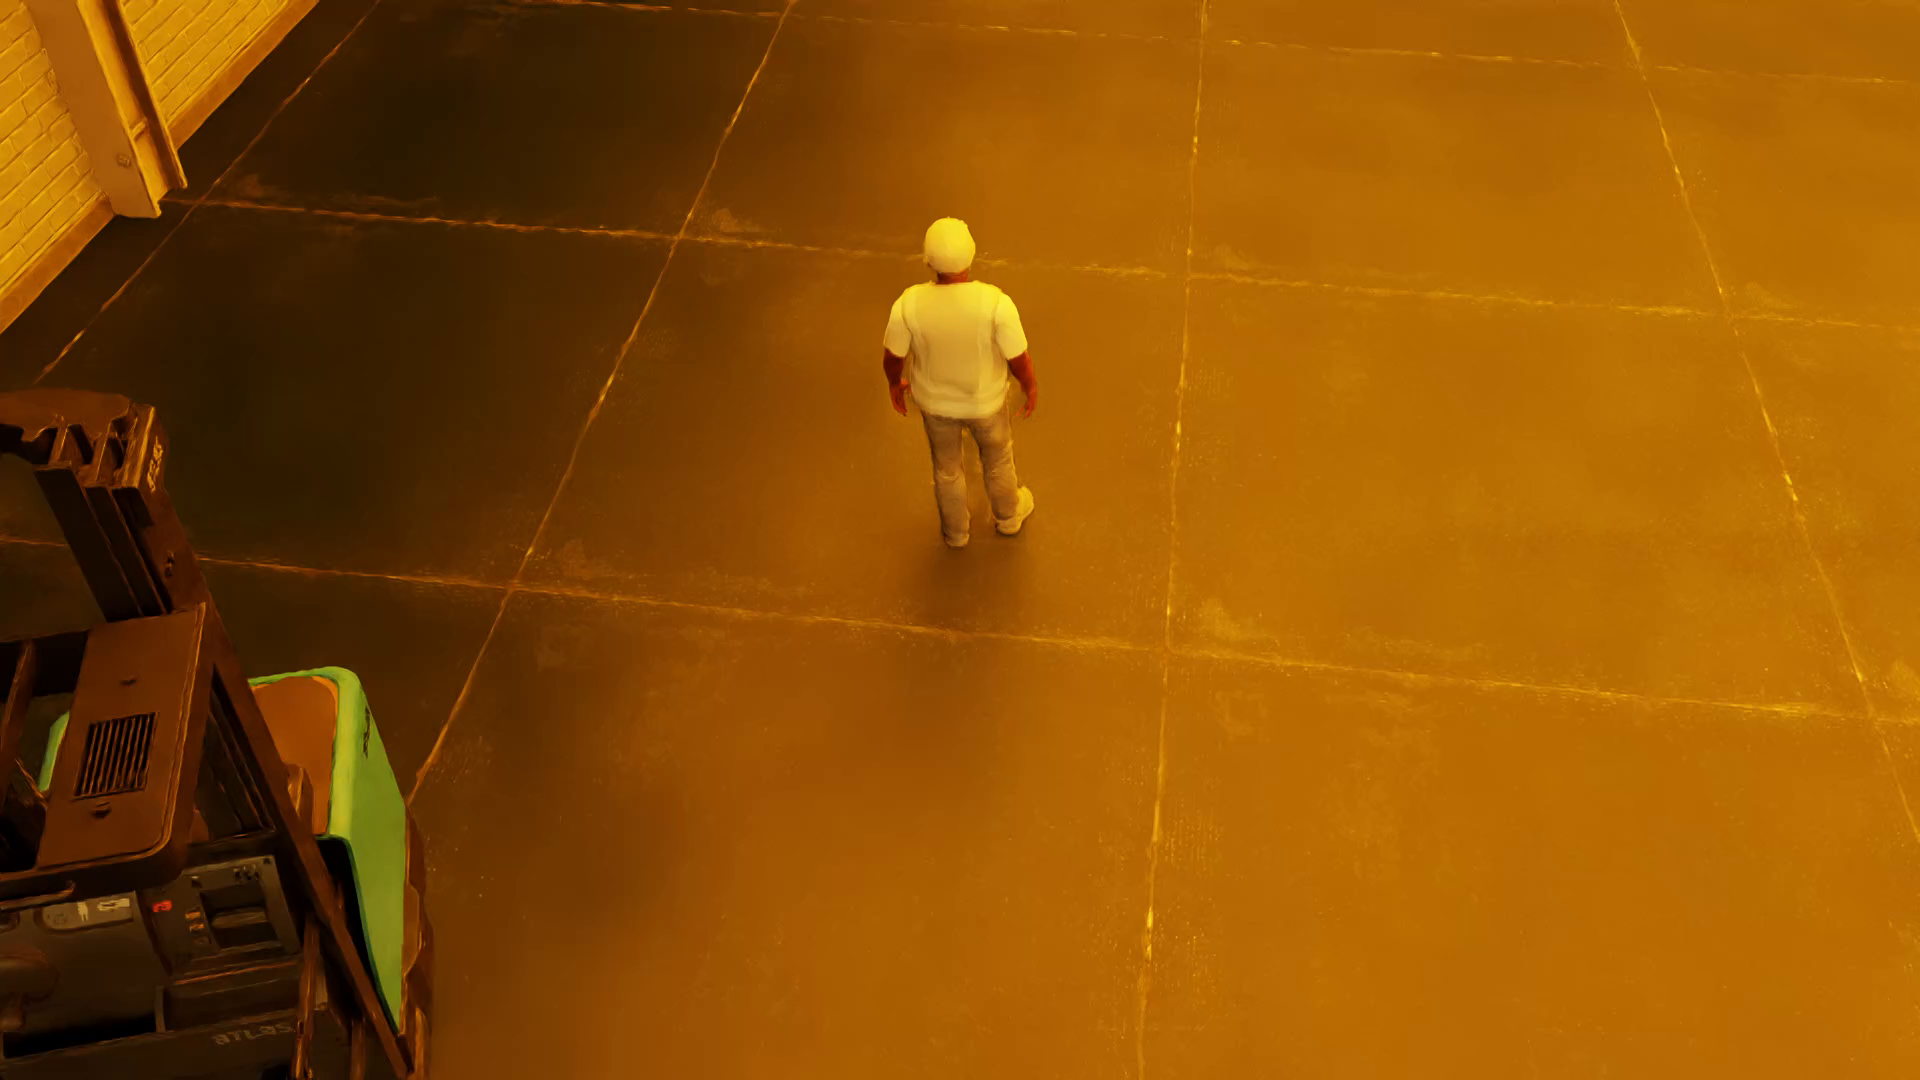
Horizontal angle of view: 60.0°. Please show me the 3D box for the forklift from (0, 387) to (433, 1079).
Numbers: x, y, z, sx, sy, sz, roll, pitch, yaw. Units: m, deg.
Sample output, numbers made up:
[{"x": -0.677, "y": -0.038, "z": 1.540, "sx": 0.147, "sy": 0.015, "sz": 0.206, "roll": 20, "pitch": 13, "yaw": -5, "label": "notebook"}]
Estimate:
[{"x": -2.296, "y": 1.187, "z": 4.432, "sx": 1.130, "sy": 2.935, "sz": 3.031, "roll": -8, "pitch": 43, "yaw": -9, "label": "forklift"}]

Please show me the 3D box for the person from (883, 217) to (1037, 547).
[{"x": 0.015, "y": -0.702, "z": 7.339, "sx": 0.665, "sy": 1.766, "sz": 0.576, "roll": 5, "pitch": 43, "yaw": 6, "label": "person"}]
